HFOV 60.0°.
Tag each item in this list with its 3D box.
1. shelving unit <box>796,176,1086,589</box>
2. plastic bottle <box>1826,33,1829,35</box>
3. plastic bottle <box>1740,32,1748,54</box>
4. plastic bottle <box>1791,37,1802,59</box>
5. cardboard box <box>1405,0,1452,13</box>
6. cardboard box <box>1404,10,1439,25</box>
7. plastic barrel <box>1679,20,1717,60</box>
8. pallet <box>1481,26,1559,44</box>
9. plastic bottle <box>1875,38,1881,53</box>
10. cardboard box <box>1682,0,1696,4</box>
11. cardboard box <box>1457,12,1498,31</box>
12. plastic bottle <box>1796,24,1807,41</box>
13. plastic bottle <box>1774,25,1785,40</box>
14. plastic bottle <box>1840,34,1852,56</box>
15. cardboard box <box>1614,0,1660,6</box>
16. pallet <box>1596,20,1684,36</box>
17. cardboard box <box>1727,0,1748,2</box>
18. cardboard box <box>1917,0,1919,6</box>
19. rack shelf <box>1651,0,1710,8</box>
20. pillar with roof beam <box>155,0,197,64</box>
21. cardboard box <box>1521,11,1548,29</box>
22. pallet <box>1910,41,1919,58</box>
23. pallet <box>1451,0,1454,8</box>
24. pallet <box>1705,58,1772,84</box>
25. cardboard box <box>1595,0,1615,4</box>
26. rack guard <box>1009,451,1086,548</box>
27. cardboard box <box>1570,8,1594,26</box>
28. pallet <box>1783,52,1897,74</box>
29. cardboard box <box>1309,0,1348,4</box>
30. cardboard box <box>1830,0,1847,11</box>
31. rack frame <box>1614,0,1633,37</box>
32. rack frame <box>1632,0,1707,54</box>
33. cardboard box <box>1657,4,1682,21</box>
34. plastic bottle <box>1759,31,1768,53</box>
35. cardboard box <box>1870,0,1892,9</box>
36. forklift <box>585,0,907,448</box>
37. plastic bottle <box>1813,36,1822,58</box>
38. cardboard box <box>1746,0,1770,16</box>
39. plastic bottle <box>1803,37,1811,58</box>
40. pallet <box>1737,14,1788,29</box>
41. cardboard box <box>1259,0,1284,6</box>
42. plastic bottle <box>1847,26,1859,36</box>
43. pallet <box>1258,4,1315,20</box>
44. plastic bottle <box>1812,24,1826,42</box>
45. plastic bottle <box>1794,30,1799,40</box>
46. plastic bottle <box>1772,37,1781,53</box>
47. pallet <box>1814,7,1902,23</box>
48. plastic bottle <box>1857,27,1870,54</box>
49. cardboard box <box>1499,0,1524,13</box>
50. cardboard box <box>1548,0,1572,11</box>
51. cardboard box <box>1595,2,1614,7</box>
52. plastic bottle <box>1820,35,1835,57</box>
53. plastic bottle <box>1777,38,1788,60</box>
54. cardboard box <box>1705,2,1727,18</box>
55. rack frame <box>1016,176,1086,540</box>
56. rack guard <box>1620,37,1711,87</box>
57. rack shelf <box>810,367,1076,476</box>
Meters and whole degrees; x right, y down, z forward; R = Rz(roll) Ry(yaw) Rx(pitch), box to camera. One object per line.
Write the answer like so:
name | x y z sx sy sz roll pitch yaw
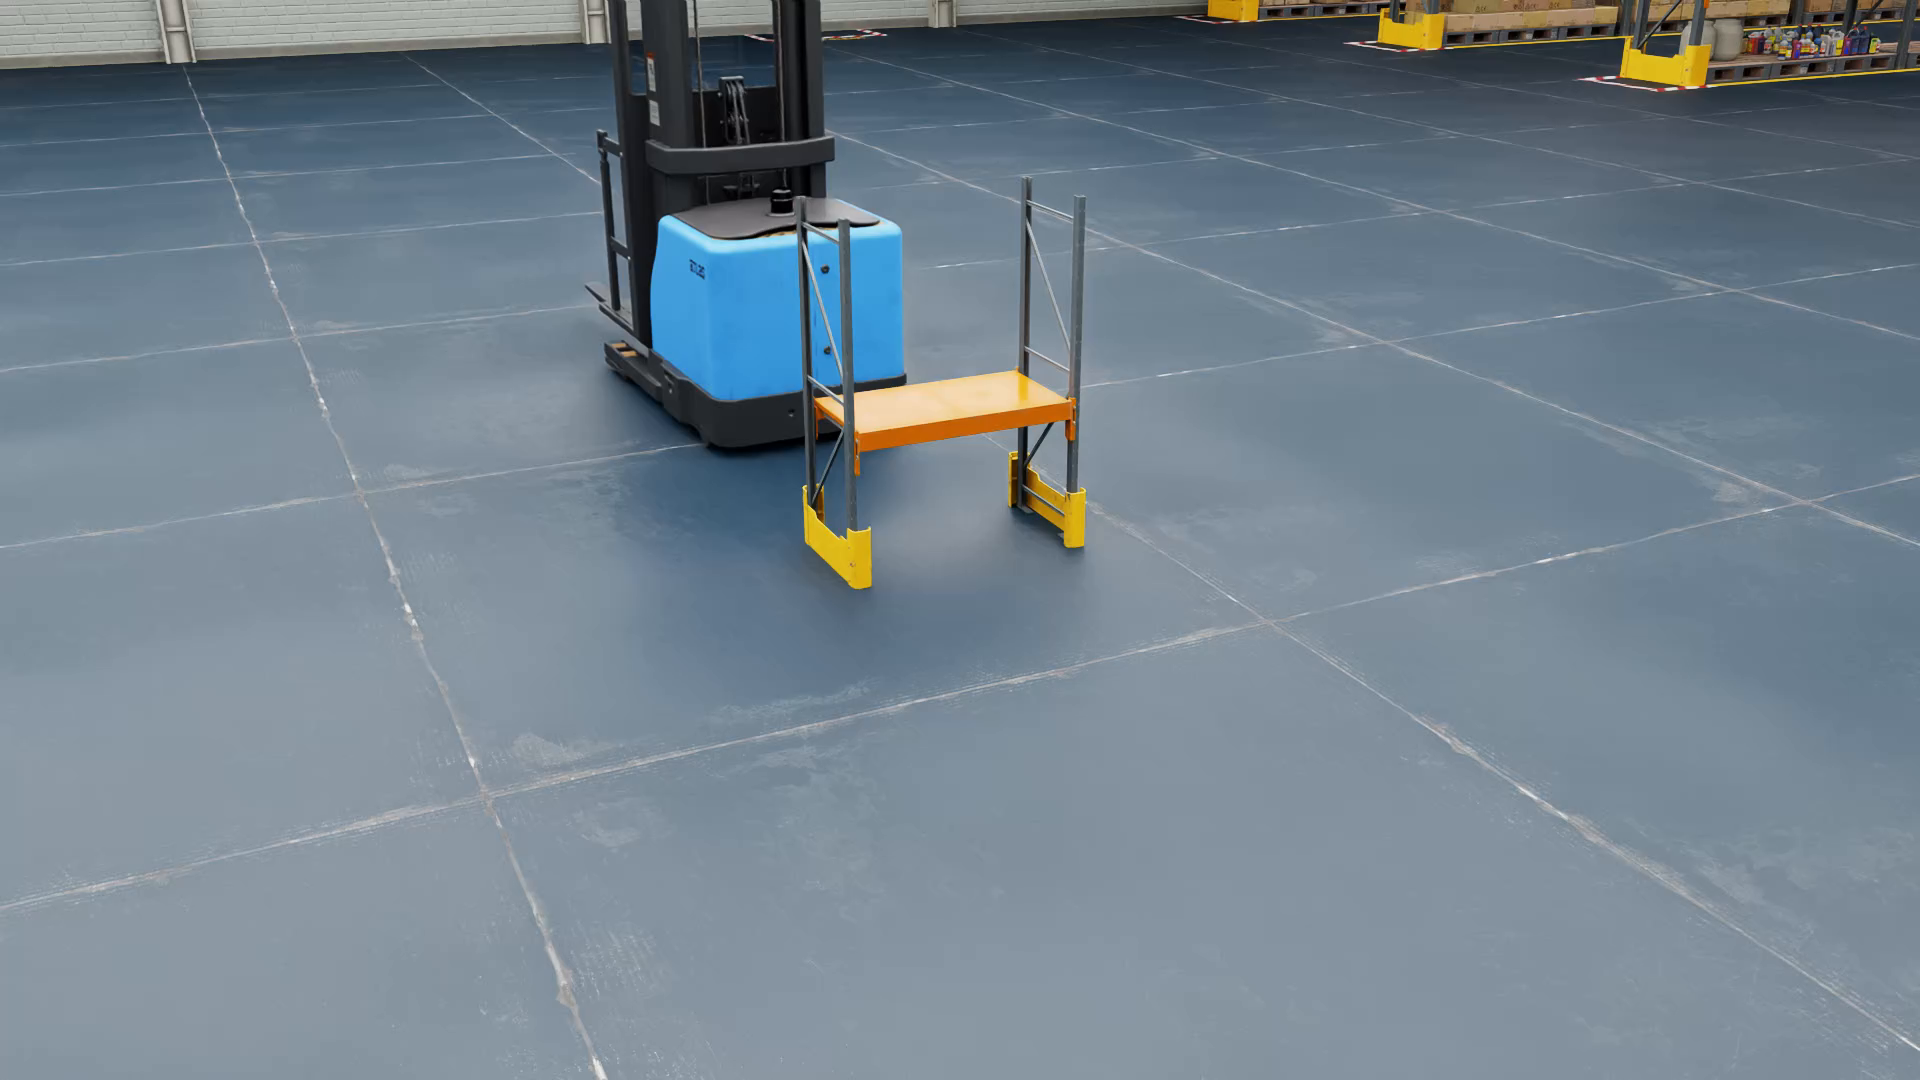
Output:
shelving unit | -0.069 -0.680 6.933 1.083 1.500 0.587 -10 25 -24
plastic bottle | 11.756 -6.722 22.543 0.133 0.283 0.061 -10 25 -24
plastic bottle | 10.701 -6.800 22.732 0.133 0.283 0.061 -10 24 -22
plastic bottle | 11.120 -6.543 22.112 0.133 0.283 0.061 -10 25 -23
cardboard box | 7.348 -8.540 26.024 0.500 0.500 0.500 -10 25 -24
cardboard box | 7.349 -8.193 26.166 0.500 0.250 0.500 -10 25 -24
plastic barrel | 9.699 -6.551 21.857 0.421 0.512 0.421 0 22 0
pallet | 8.763 -8.132 26.619 1.213 0.211 1.003 -10 25 -24
plastic bottle | 12.551 -6.777 22.783 0.097 0.201 0.097 0 22 0
cardboard box | 11.998 -9.075 27.564 0.500 0.311 0.500 -11 25 -25
cardboard box | 8.023 -8.098 25.938 0.500 0.250 0.500 -10 25 -24
plastic bottle | 11.666 -6.991 23.106 0.185 0.351 0.144 -12 25 -26
plastic bottle | 11.283 -6.921 22.935 0.185 0.351 0.144 -11 25 -24
plastic bottle | 11.986 -6.703 22.497 0.133 0.283 0.061 -9 24 -20
cardboard box | 11.079 -8.907 27.159 0.500 0.311 0.500 -10 25 -23
pallet | 11.245 -8.589 27.723 1.213 0.211 1.003 -10 25 -24
cardboard box | 12.916 -9.245 27.975 0.500 0.311 0.500 -11 25 -24
cardboard box | 17.037 -9.857 29.835 0.500 0.500 0.500 -10 25 -23
rack shelf | 10.941 -7.370 22.073 4.000 0.370 1.077 -10 25 -24
pillar with roof beam | -9.254 -9.502 18.438 0.400 9.000 9.100 -10 25 -24
cardboard box | 8.926 -8.262 26.334 0.500 0.250 0.500 -10 25 -24
pallet | 14.535 -7.093 24.110 1.213 0.211 1.003 -10 25 -24
pallet | 9.147 -10.290 31.832 1.213 0.211 1.003 -10 25 -24
pallet | 9.921 -6.244 22.058 1.213 0.211 1.003 -10 25 -24
cardboard box | 10.839 -9.090 27.602 0.500 0.311 0.500 -10 25 -24
rack guard | 0.380 -0.185 7.371 0.087 0.250 0.587 -10 25 -24
cardboard box | 9.820 -8.434 26.748 0.500 0.250 0.500 -10 25 -24
pallet | 12.120 -6.649 23.036 1.213 0.211 1.003 -10 25 -24
cardboard box | 6.701 -10.116 30.459 0.500 0.500 0.700 -12 25 -27
cardboard box | 15.206 -9.519 29.018 0.500 0.500 0.500 -11 25 -26
rack frame | 10.598 -9.742 26.862 0.127 3.000 1.000 -10 25 -24
rack frame | 9.139 -7.371 21.134 0.127 3.000 1.000 -10 25 -24
cardboard box | 11.530 -8.731 27.467 0.500 0.250 0.500 -10 24 -22
plastic bottle | 10.968 -6.827 22.806 0.135 0.276 0.152 -11 25 -25
cardboard box | 16.128 -9.689 29.428 0.500 0.500 0.500 -11 25 -25
forklift | -1.398 -2.332 9.052 1.130 2.935 3.031 -11 25 -25
plastic bottle | 11.489 -6.614 22.297 0.097 0.271 0.097 0 22 0
cardboard box | 13.371 -9.071 28.287 0.500 0.250 0.500 -11 25 -24
plastic bottle | 11.307 -6.580 22.216 0.097 0.271 0.097 0 22 0
pallet | 13.444 -8.994 28.701 1.213 0.211 1.003 -10 25 -24
cardboard box | 5.505 -9.830 30.015 0.500 0.311 0.500 -14 26 -30
plastic bottle | 12.225 -6.857 22.781 0.185 0.351 0.144 -10 25 -24
pallet | 5.658 -9.632 30.242 1.213 0.211 1.003 -10 25 -24
plastic bottle | 11.898 -6.973 23.061 0.185 0.351 0.144 -10 25 -24
plastic bottle | 11.550 -6.917 23.031 0.097 0.271 0.097 0 22 0
plastic bottle | 11.207 -6.787 22.807 0.097 0.201 0.097 0 22 0
pallet | 15.989 -9.429 29.752 1.213 0.211 1.003 -10 25 -24
plastic bottle | 12.288 -6.807 22.661 0.185 0.351 0.144 -11 25 -25
cardboard box | 8.468 -8.532 26.004 0.500 0.500 0.500 -10 25 -24
cardboard box | 9.371 -8.696 26.403 0.500 0.500 0.500 -10 25 -24
cardboard box | 10.846 -8.834 27.715 0.500 0.250 0.500 -11 25 -24
plastic bottle | 11.676 -6.662 22.408 0.135 0.276 0.152 -10 24 -23
plastic bottle | 10.908 -6.507 22.039 0.097 0.271 0.097 0 22 0
cardboard box | 12.455 -8.902 27.880 0.500 0.250 0.500 -10 24 -23
rack frame | 0.381 -0.763 7.133 0.032 1.500 0.500 -10 25 -24
rack guard | 9.187 -6.244 21.682 0.348 0.500 1.175 -10 25 -24
rack shelf | -0.077 -0.513 6.998 1.000 0.185 0.538 -10 25 -24
